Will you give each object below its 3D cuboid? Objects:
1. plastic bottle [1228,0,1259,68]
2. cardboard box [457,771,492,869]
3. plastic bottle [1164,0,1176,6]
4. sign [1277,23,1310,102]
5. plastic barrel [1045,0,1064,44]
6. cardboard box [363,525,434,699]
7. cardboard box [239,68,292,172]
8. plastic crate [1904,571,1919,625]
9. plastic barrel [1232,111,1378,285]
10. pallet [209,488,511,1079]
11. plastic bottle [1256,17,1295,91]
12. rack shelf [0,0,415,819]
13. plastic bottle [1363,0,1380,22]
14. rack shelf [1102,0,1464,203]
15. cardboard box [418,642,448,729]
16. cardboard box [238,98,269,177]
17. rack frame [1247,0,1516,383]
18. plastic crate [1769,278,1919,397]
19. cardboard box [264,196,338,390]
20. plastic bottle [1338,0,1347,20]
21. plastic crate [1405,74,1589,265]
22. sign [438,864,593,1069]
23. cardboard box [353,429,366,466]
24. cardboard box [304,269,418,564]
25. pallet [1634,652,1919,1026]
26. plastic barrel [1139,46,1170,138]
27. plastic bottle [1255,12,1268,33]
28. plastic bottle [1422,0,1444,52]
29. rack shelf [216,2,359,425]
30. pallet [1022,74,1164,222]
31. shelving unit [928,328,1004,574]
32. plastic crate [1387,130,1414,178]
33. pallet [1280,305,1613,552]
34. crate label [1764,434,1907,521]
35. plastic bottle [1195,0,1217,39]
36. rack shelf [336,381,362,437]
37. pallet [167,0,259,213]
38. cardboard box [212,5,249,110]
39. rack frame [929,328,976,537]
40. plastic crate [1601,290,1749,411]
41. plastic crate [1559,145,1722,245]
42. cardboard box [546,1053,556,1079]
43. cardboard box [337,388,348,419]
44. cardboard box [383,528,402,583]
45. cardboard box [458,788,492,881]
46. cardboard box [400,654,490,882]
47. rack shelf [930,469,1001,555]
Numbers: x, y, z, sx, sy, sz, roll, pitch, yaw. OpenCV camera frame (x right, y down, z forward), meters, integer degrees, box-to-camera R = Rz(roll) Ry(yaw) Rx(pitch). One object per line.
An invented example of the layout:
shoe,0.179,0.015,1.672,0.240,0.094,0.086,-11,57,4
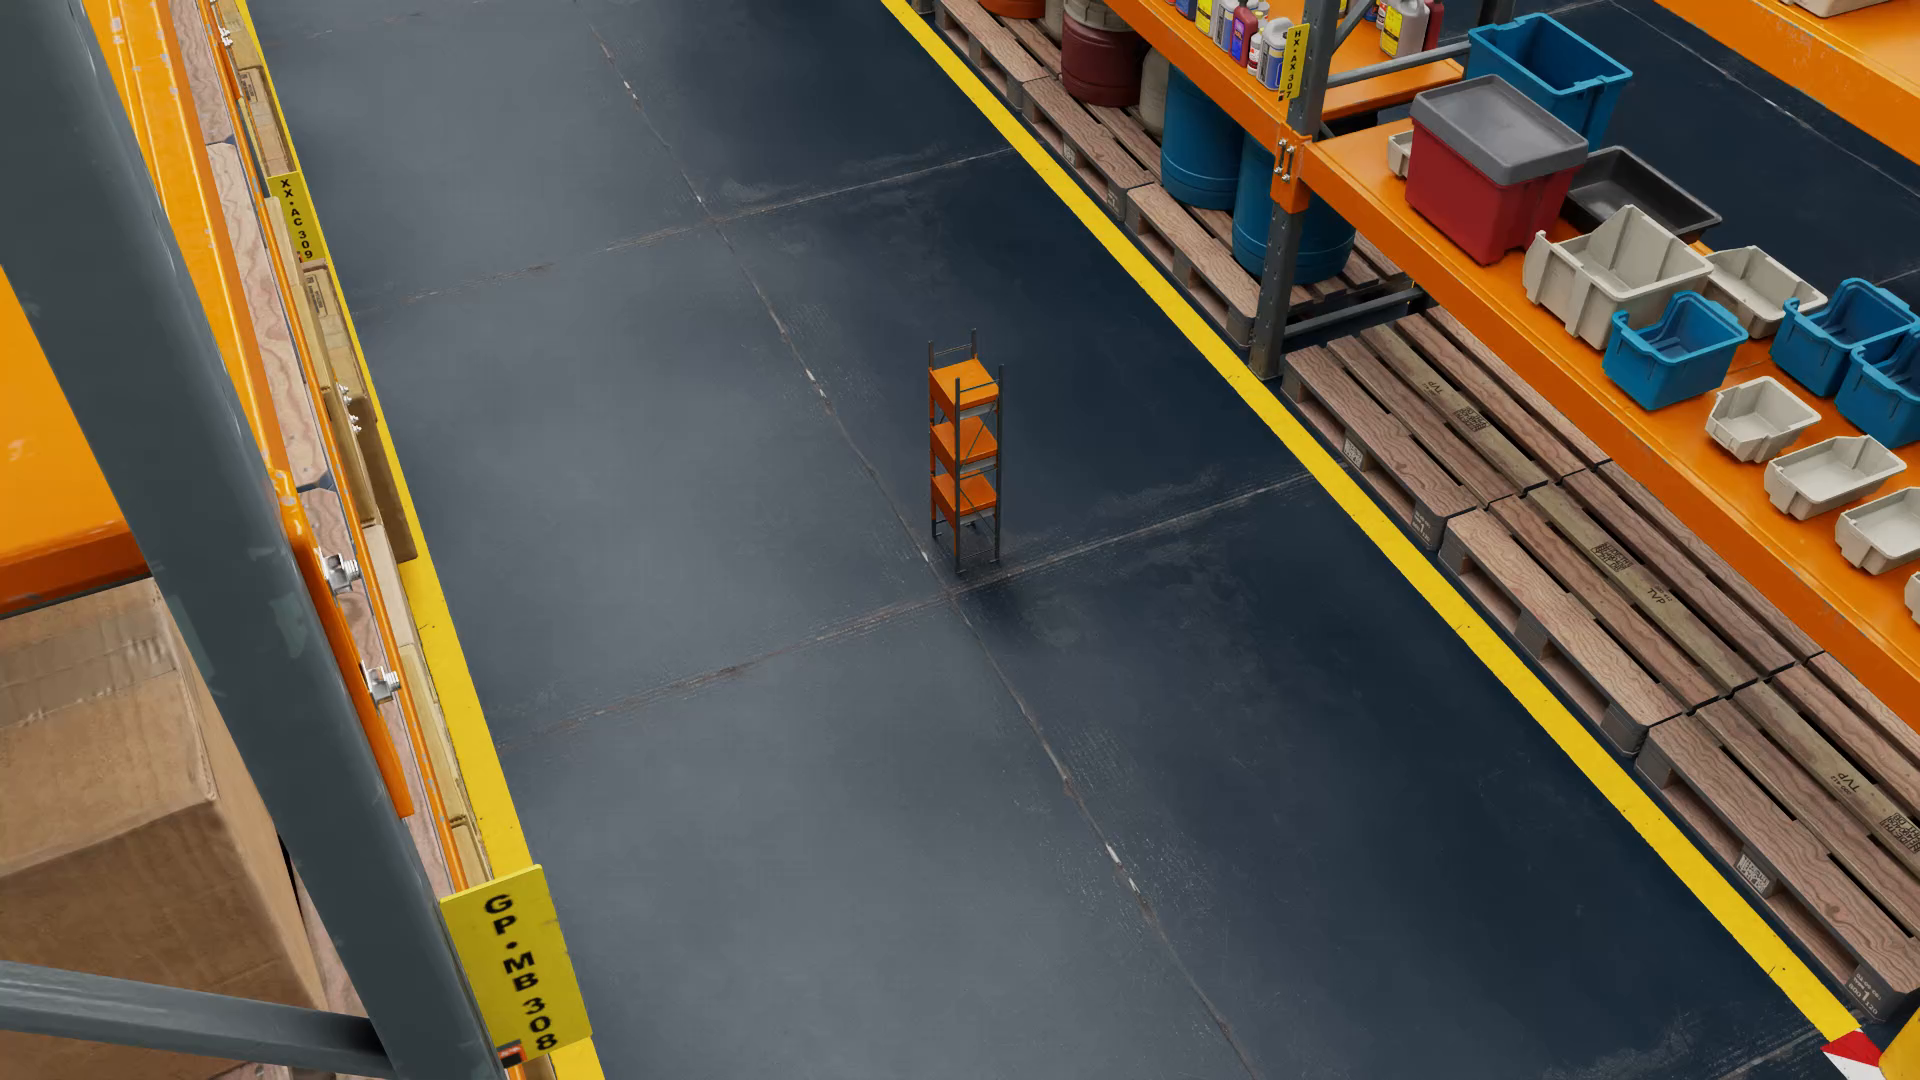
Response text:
plastic bottle,1.255,-2.246,7.343,0.061,0.283,0.133,-18,47,-17
cardboard box,-1.457,0.800,4.352,0.380,0.149,0.250,-19,48,-18
plastic bottle,1.028,-2.664,7.771,0.152,0.276,0.135,-18,47,-17
sign,1.353,-1.935,6.748,0.100,0.325,0.005,-18,47,-17
plastic barrel,0.711,-3.171,9.669,0.421,0.512,0.421,0,45,0
cardboard box,-1.782,0.270,4.604,0.500,0.250,0.500,-17,47,-17
cardboard box,-3.684,-1.461,7.678,1.225,0.875,0.875,-18,47,-17
plastic crate,3.028,0.157,4.969,0.396,0.136,0.243,-18,47,-17
plastic barrel,1.640,-1.752,7.954,0.600,0.901,0.708,-18,47,-17
pallet,-1.280,0.508,2.396,1.003,0.211,1.213,-18,47,-17
plastic bottle,1.394,-2.110,7.210,0.152,0.276,0.135,-18,47,-17
rack shelf,-1.800,-0.998,2.520,1.077,0.370,4.000,-18,47,-17
plastic bottle,1.924,-2.527,7.636,0.097,0.271,0.097,0,45,0
rack shelf,1.012,-3.017,8.553,1.077,0.370,4.000,-18,47,-17
cardboard box,-1.675,0.470,4.685,0.380,0.149,0.250,-19,48,-18
cardboard box,-2.820,-1.258,6.187,0.500,0.500,0.500,-18,47,-17
rack frame,1.853,-1.998,7.008,1.000,3.000,0.127,-18,47,-17
plastic crate,3.050,-0.696,5.765,0.416,0.233,0.300,-18,47,-17
cardboard box,-2.205,-0.641,4.994,0.500,0.500,0.500,-17,47,-16
plastic bottle,1.745,-2.519,7.678,0.097,0.201,0.097,0,45,0
plastic crate,2.001,-1.399,6.313,0.402,0.464,0.583,-18,47,-17
sign,-0.453,0.446,1.716,0.100,0.325,0.005,-18,47,-17
cardboard box,-2.107,-0.184,5.349,0.380,0.149,0.250,-17,47,-17
cardboard box,-2.928,-0.331,6.532,1.225,0.875,0.875,-18,47,-17
pallet,3.223,1.006,5.949,1.003,0.211,1.213,-18,47,-17
plastic barrel,1.186,-2.451,8.940,0.421,0.512,0.421,0,45,0
plastic bottle,1.320,-2.252,7.407,0.097,0.201,0.097,0,45,0
plastic bottle,2.086,-2.316,7.414,0.061,0.283,0.133,-18,47,-17
rack shelf,-3.482,-1.554,7.070,1.077,0.370,4.000,-18,47,-17
pallet,1.050,-2.288,9.288,1.003,0.211,1.213,-18,47,-17
shelving unit,0.022,-0.340,6.716,0.215,1.050,0.252,-18,47,-17
plastic crate,1.919,-1.587,6.736,0.396,0.136,0.243,-18,47,-17
pallet,2.197,-0.548,7.524,1.003,0.211,1.213,-18,47,-17
crate label,2.780,-0.202,5.333,0.396,0.136,0.243,-18,47,-17
plastic bottle,1.170,-2.470,7.521,0.144,0.351,0.185,-18,47,-17
rack shelf,-1.800,0.995,4.487,1.077,0.370,4.000,-18,47,-17
pallet,-2.306,-1.047,3.972,1.003,0.211,1.213,-18,47,-17
cardboard box,-3.252,-1.905,6.843,0.500,0.500,0.500,-17,47,-17
rack frame,-0.029,-0.417,6.794,0.200,1.050,0.008,-18,47,-17
plastic crate,2.439,-0.644,5.712,0.416,0.233,0.300,-18,47,-17
plastic crate,2.567,-1.288,6.441,0.437,0.125,0.590,-18,47,-17
cardboard box,-1.137,1.287,3.857,0.380,0.149,0.250,-19,48,-18
cardboard box,-2.217,-0.384,5.267,0.500,0.250,0.500,-19,48,-18
cardboard box,-1.891,0.143,5.017,0.380,0.149,0.250,-17,47,-17
cardboard box,-1.348,0.925,3.941,0.500,0.250,0.500,-20,48,-19
cardboard box,-1.349,0.662,3.674,0.500,0.500,0.500,-19,48,-18
rack shelf,0.022,-0.134,6.918,0.215,0.259,0.240,-18,47,-17
